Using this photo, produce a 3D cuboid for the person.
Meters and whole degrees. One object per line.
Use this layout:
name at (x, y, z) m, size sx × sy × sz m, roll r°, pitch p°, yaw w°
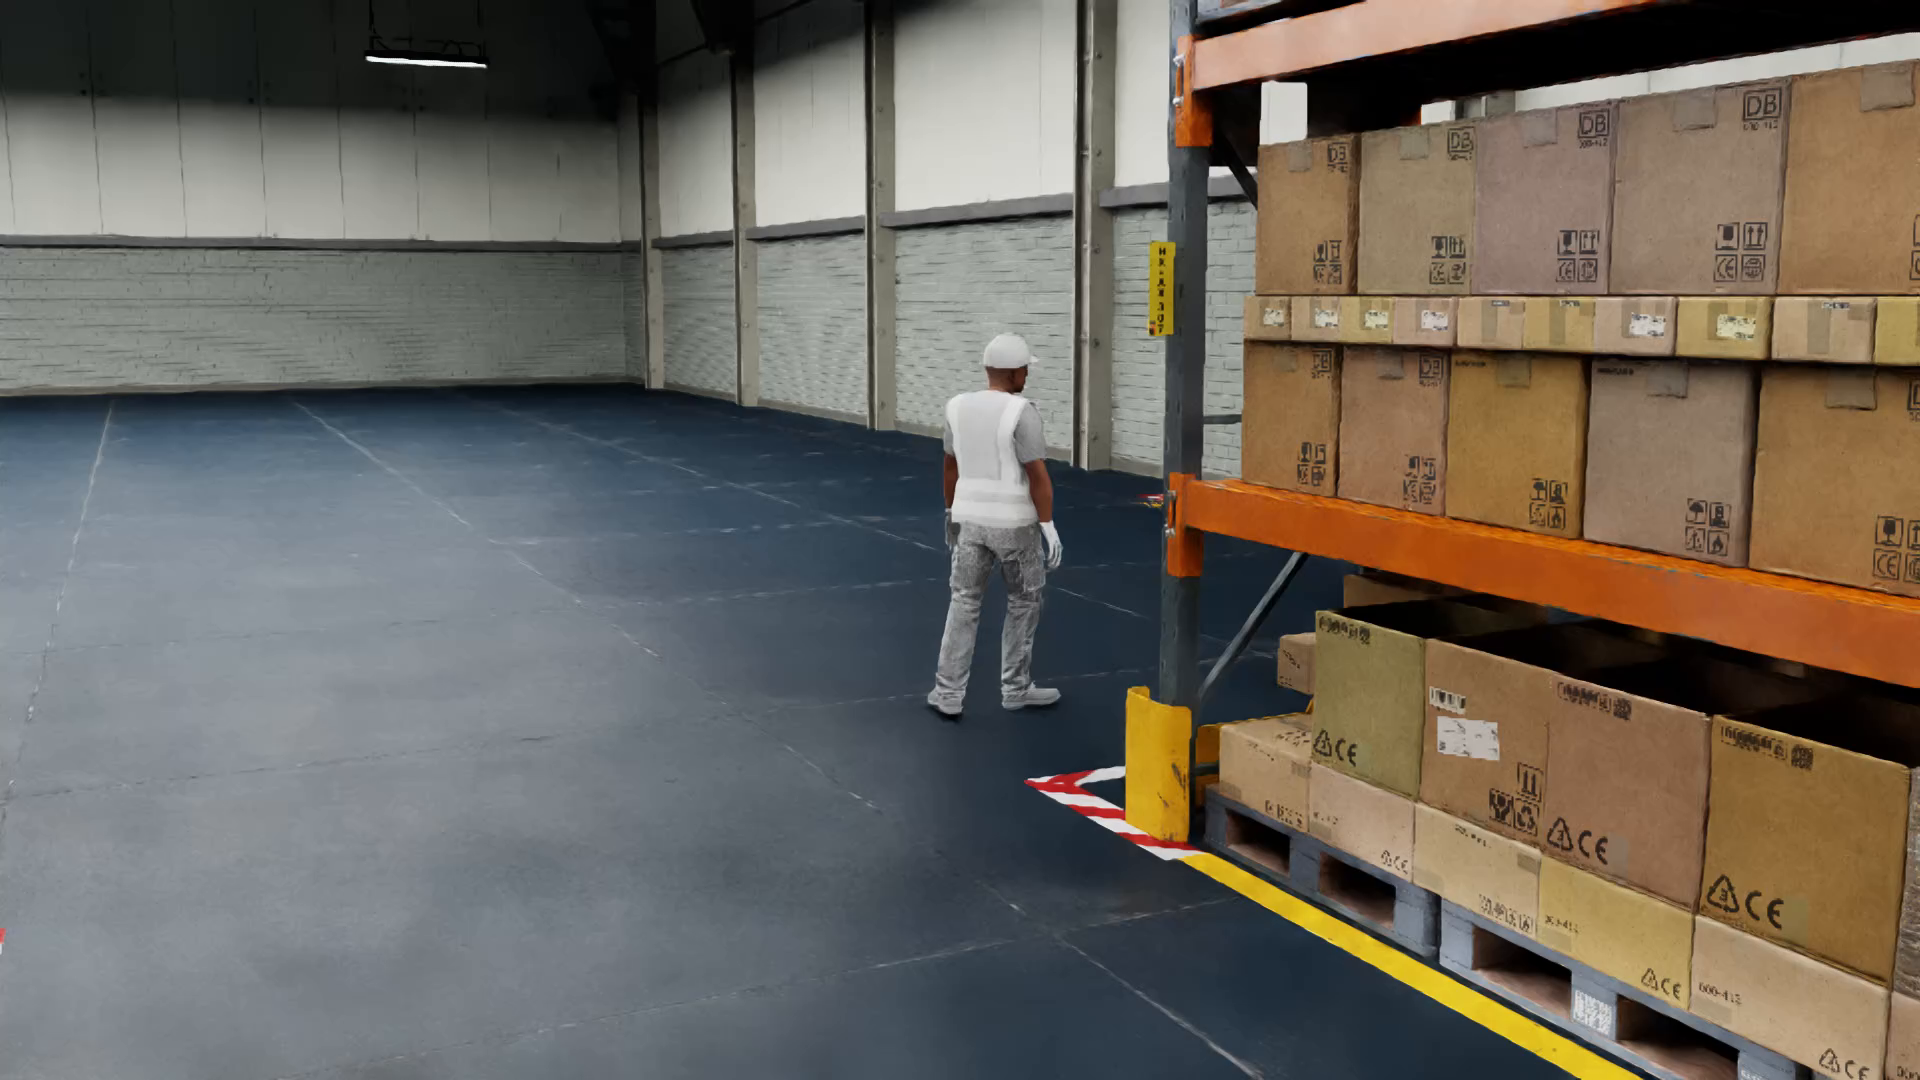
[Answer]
person at (0.188, -0.071, 7.763) m, size 0.693 × 1.781 × 0.623 m, roll 6°, pitch 10°, yaw 34°
